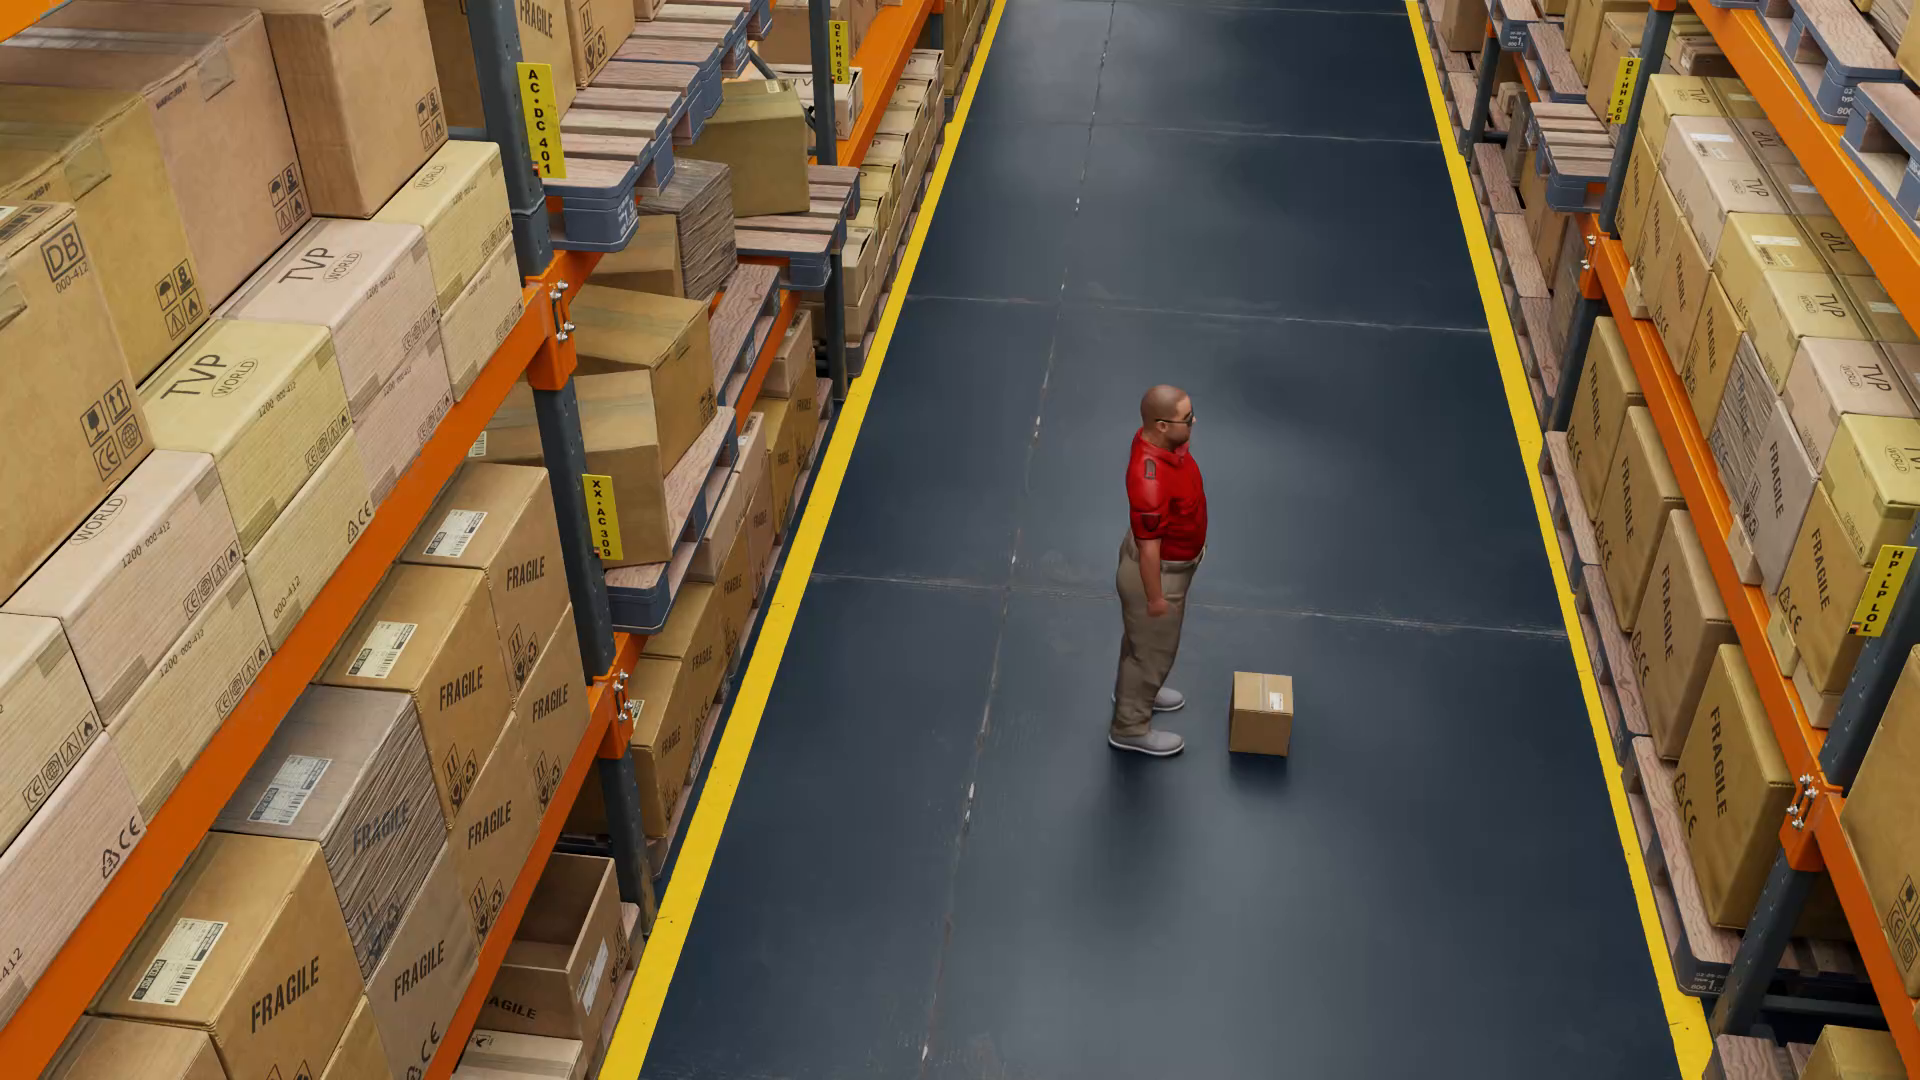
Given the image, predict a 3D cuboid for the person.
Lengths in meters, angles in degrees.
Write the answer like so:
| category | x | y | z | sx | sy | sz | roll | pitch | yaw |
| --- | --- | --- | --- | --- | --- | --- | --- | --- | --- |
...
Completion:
| category | x | y | z | sx | sy | sz | roll | pitch | yaw |
| --- | --- | --- | --- | --- | --- | --- | --- | --- | --- |
| person | 0.840 | 0.119 | 6.898 | 0.351 | 1.730 | 0.528 | 5 | 36 | 7 |
